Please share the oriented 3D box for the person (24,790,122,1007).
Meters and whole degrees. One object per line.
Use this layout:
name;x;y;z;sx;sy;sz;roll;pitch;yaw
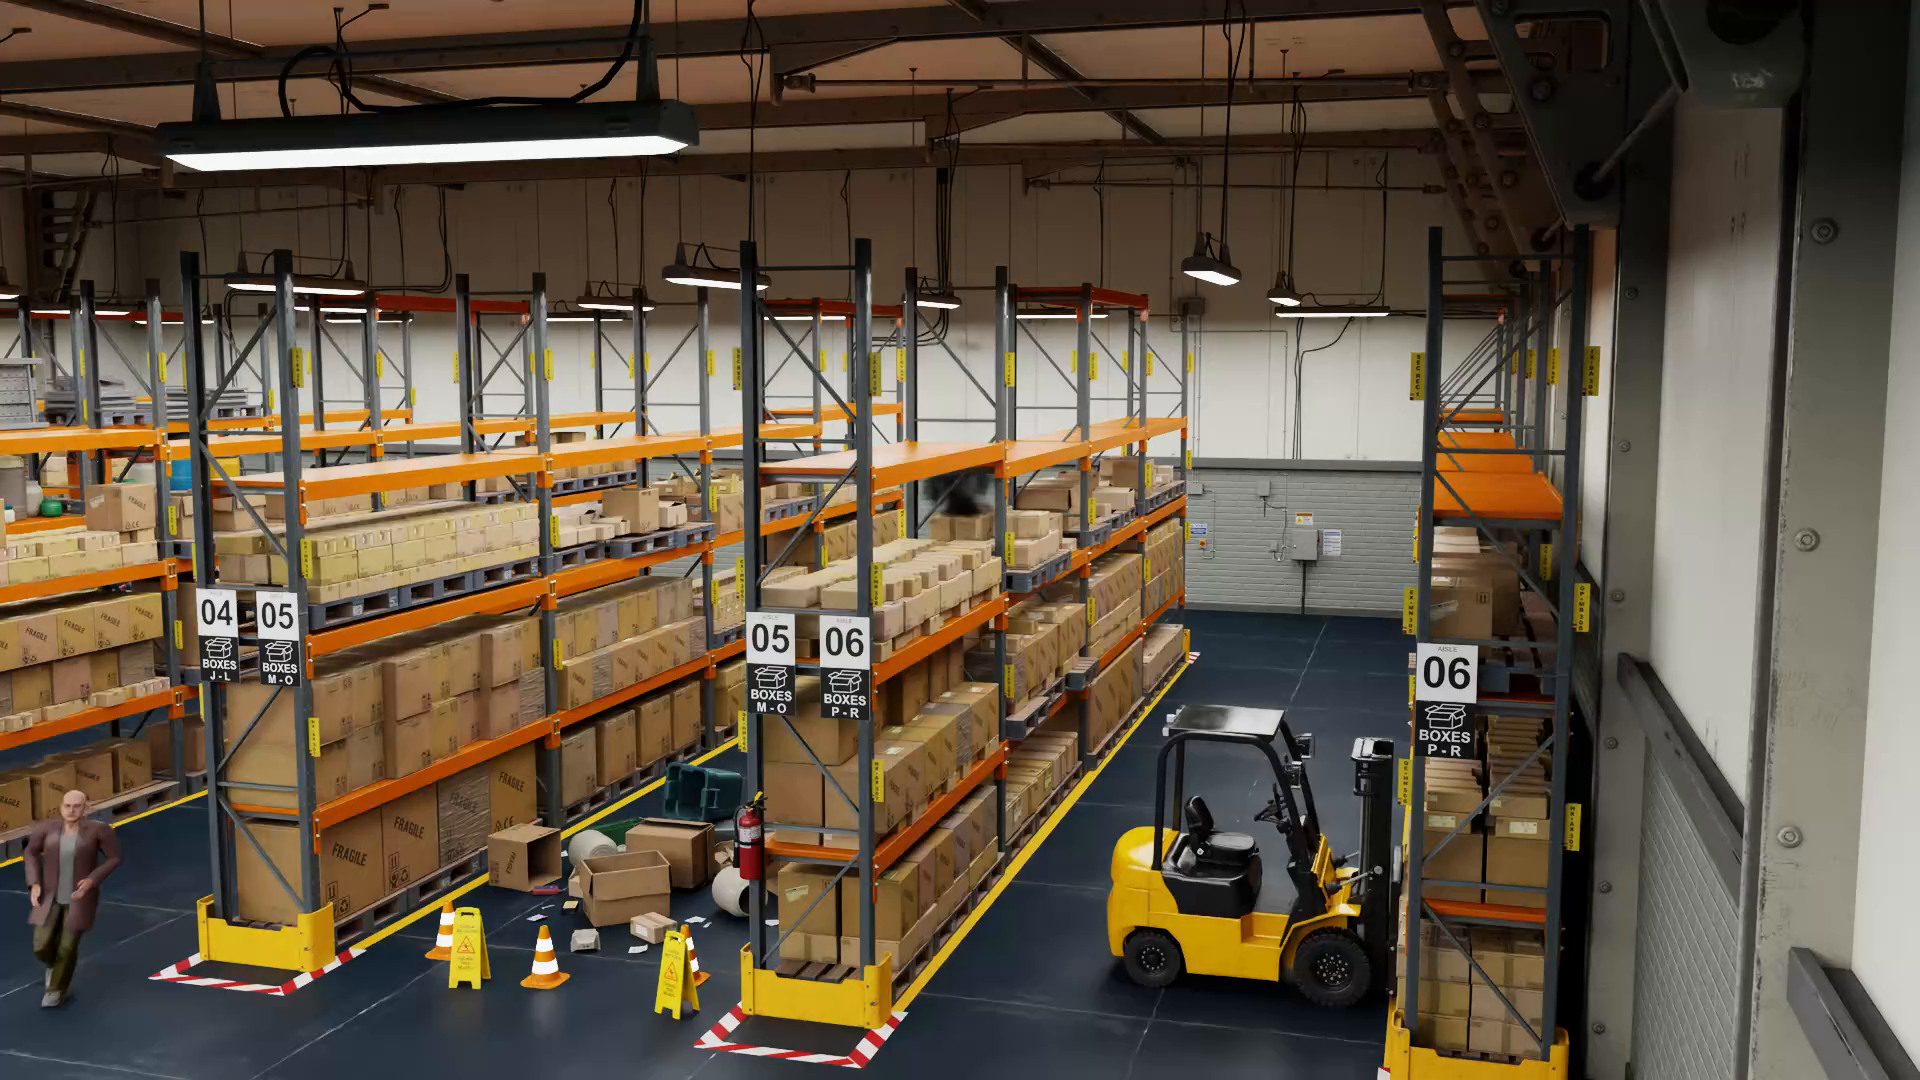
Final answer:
person;-7.081;2.837;13.284;0.727;1.720;0.625;-2;7;-15
